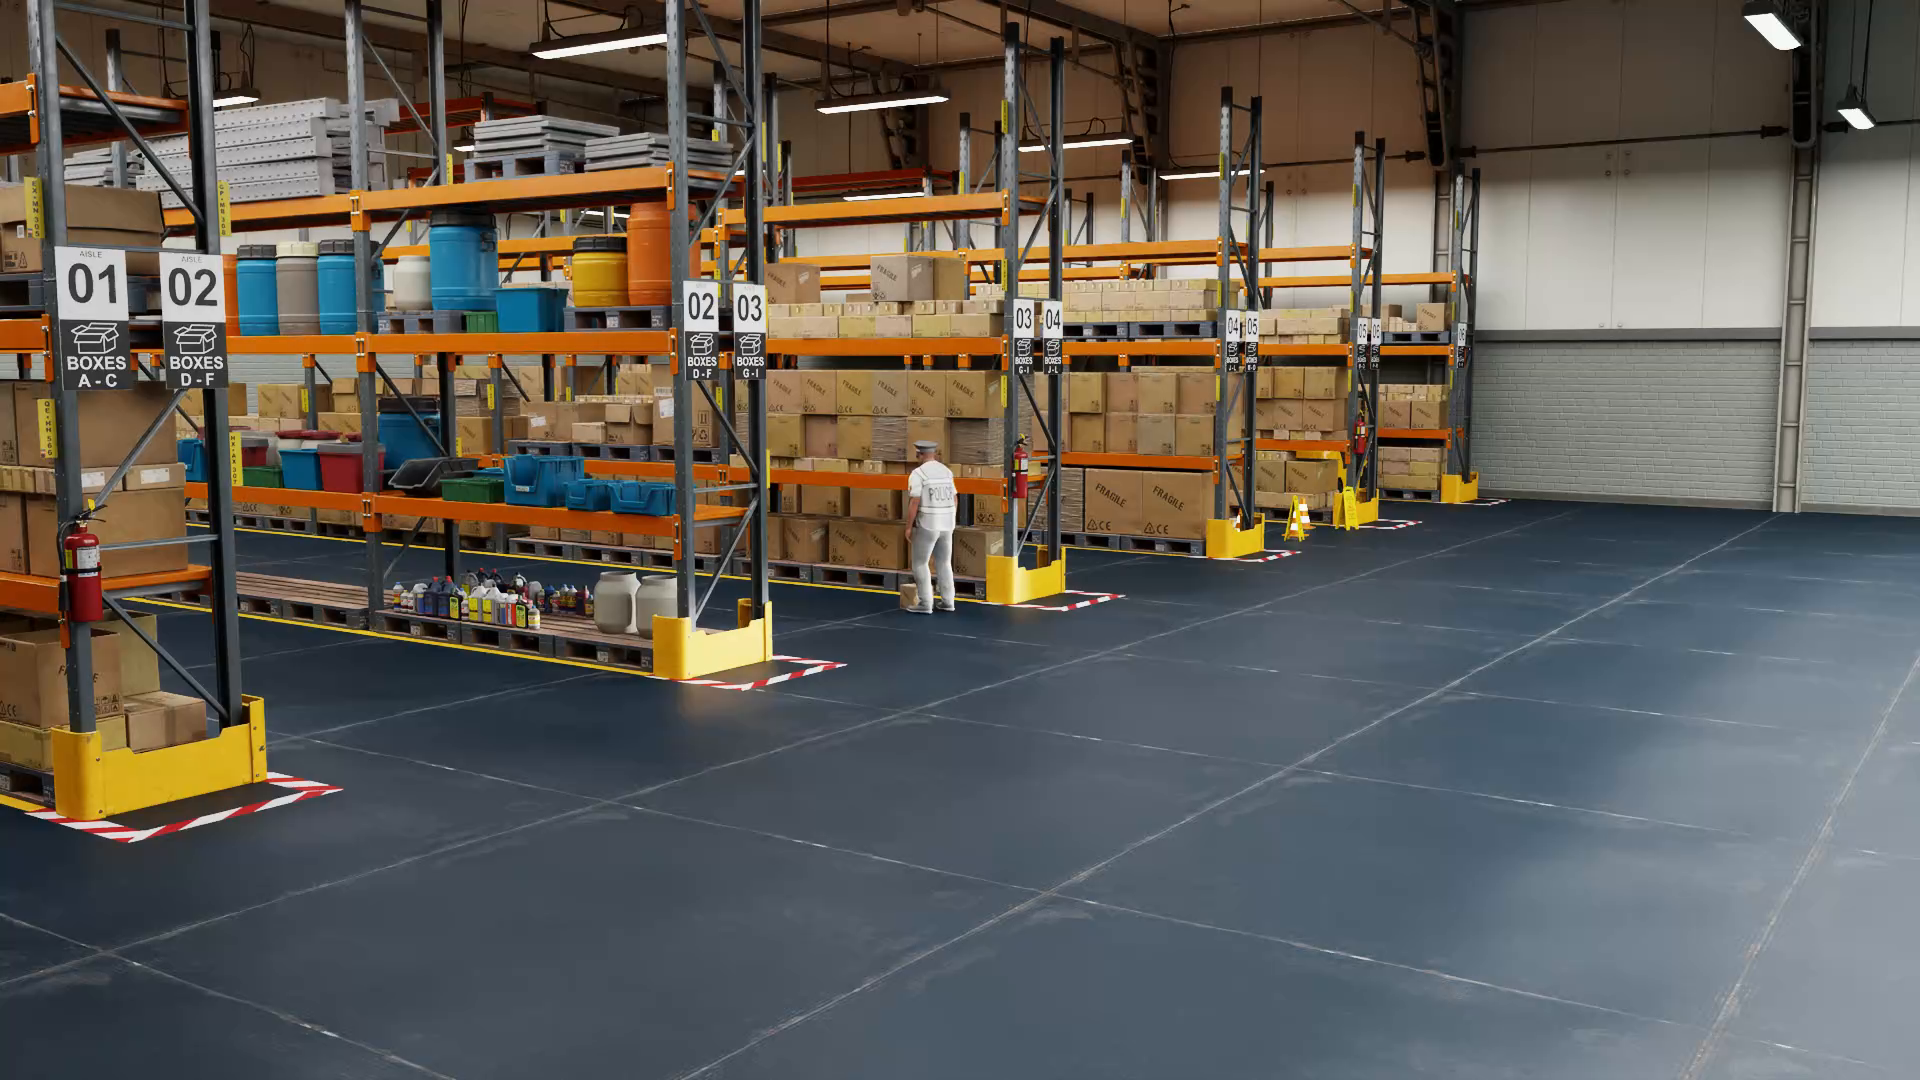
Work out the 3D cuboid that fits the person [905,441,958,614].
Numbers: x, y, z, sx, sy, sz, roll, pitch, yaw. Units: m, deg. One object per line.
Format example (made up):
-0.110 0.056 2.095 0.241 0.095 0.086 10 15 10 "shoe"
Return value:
-0.281 -0.132 16.921 0.586 1.748 0.436 -4 8 -35 "person"
